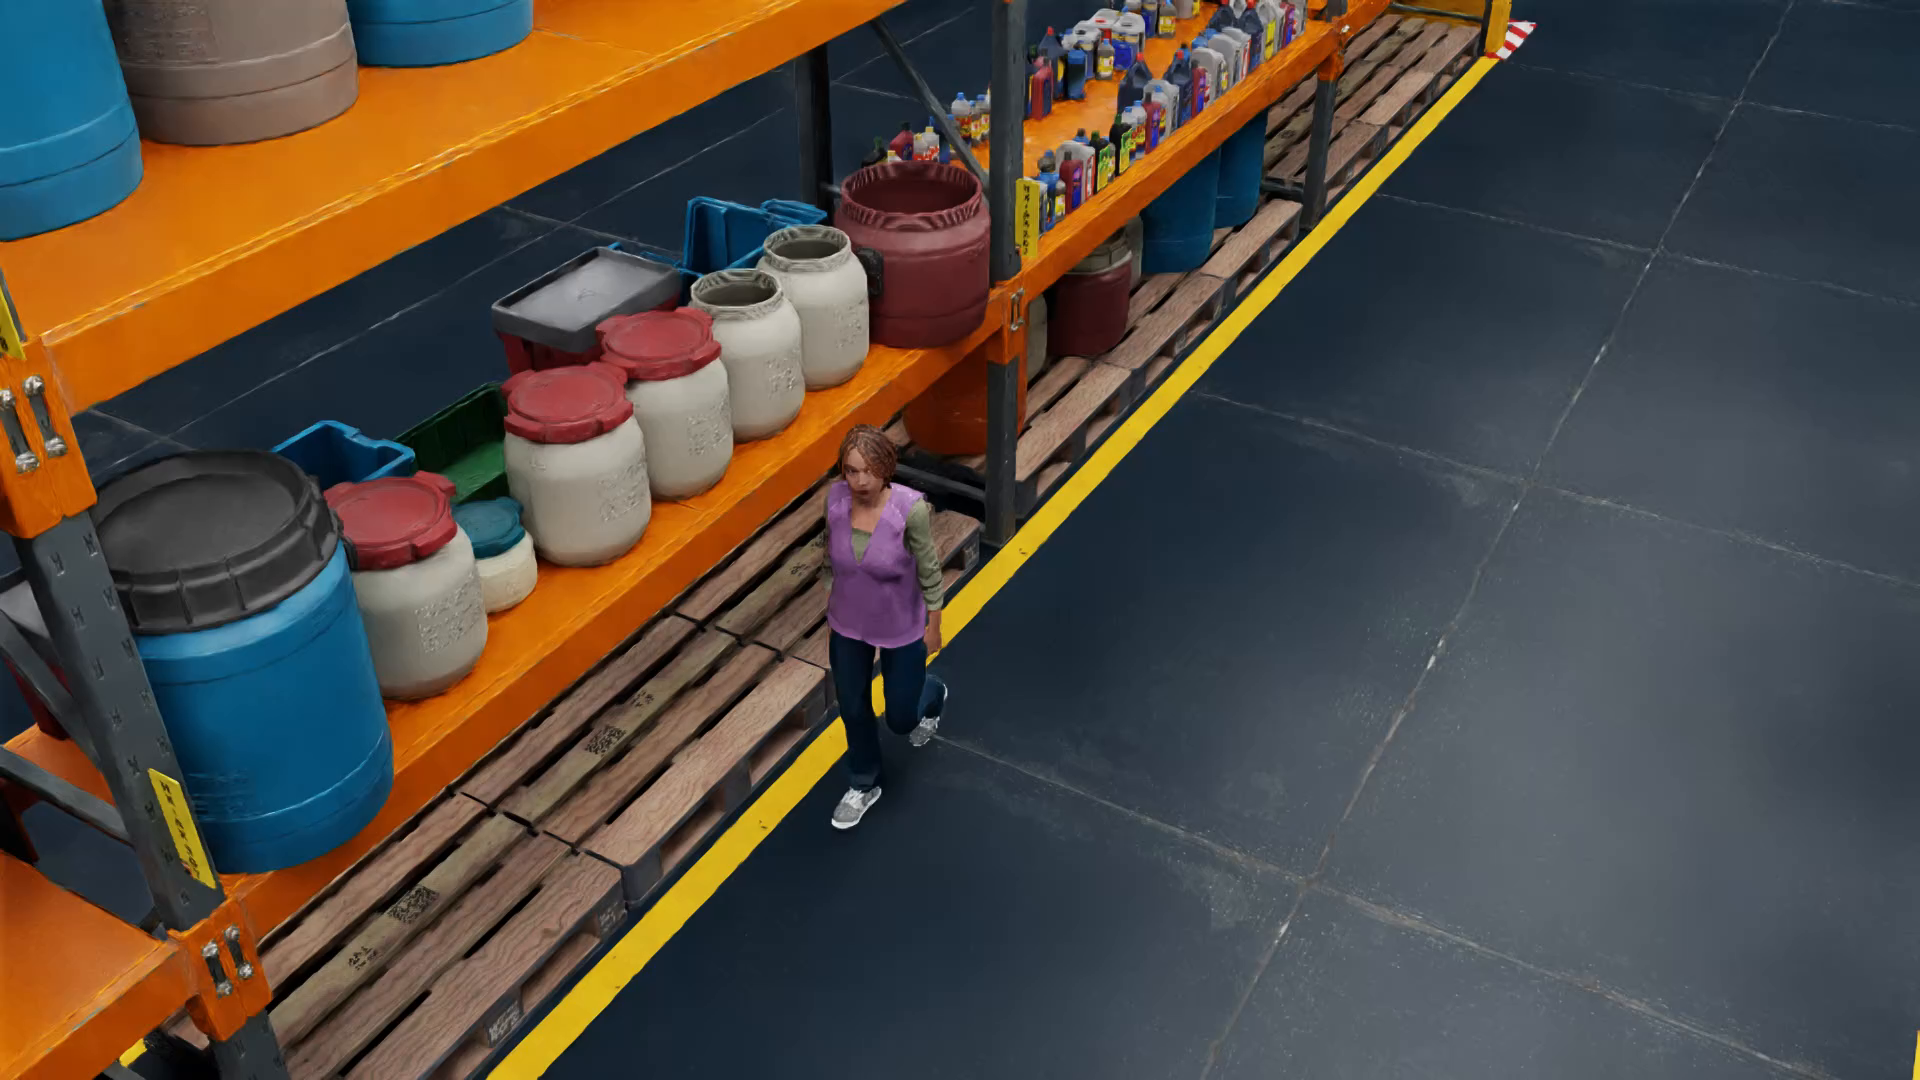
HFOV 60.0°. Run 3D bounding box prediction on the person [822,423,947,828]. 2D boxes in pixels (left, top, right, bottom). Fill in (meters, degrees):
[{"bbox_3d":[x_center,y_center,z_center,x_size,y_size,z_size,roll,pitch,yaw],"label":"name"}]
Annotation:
[{"bbox_3d":[-0.242,0.260,5.752,0.421,1.579,0.619,11,36,16],"label":"person"}]
